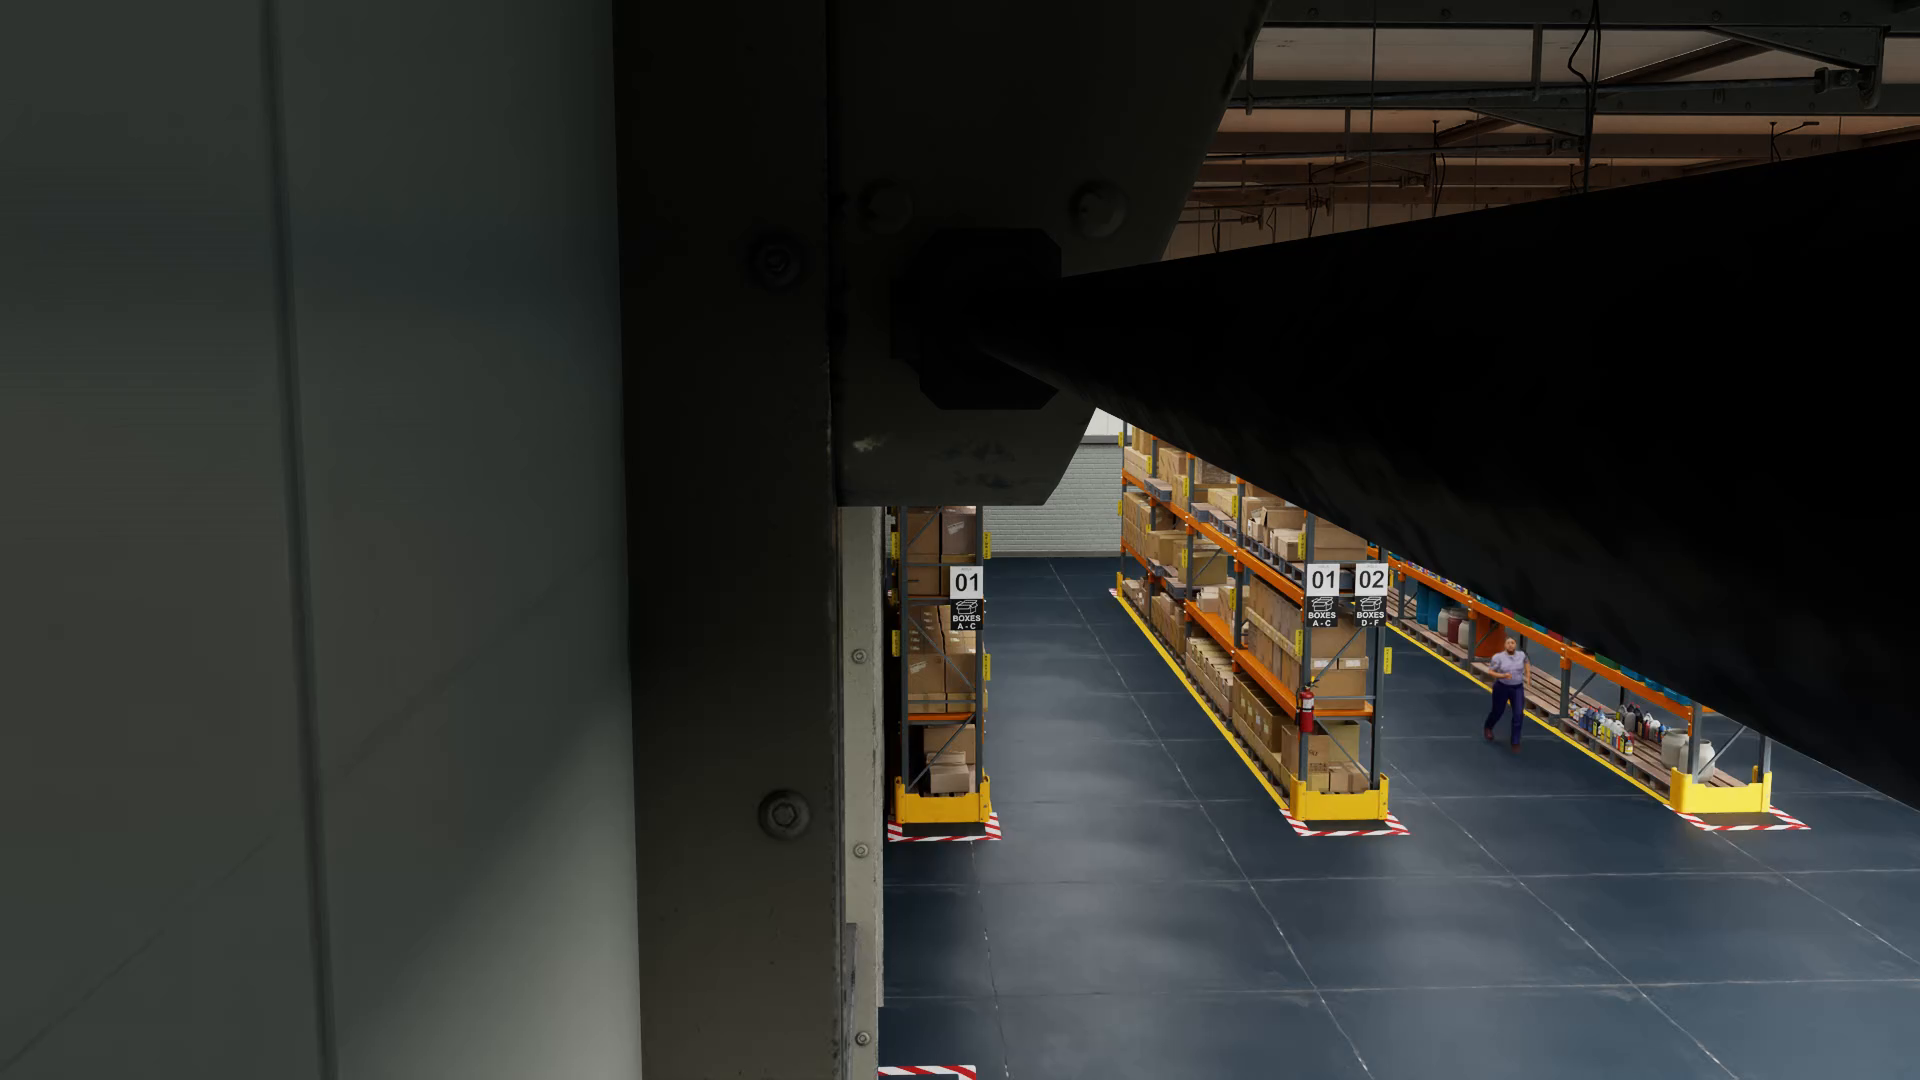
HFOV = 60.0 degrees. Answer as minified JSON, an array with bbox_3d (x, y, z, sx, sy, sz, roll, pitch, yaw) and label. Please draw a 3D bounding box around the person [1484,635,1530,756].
[{"bbox_3d":[7.864,2.183,23.868,0.623,1.690,0.901,0,8,3],"label":"person"}]
